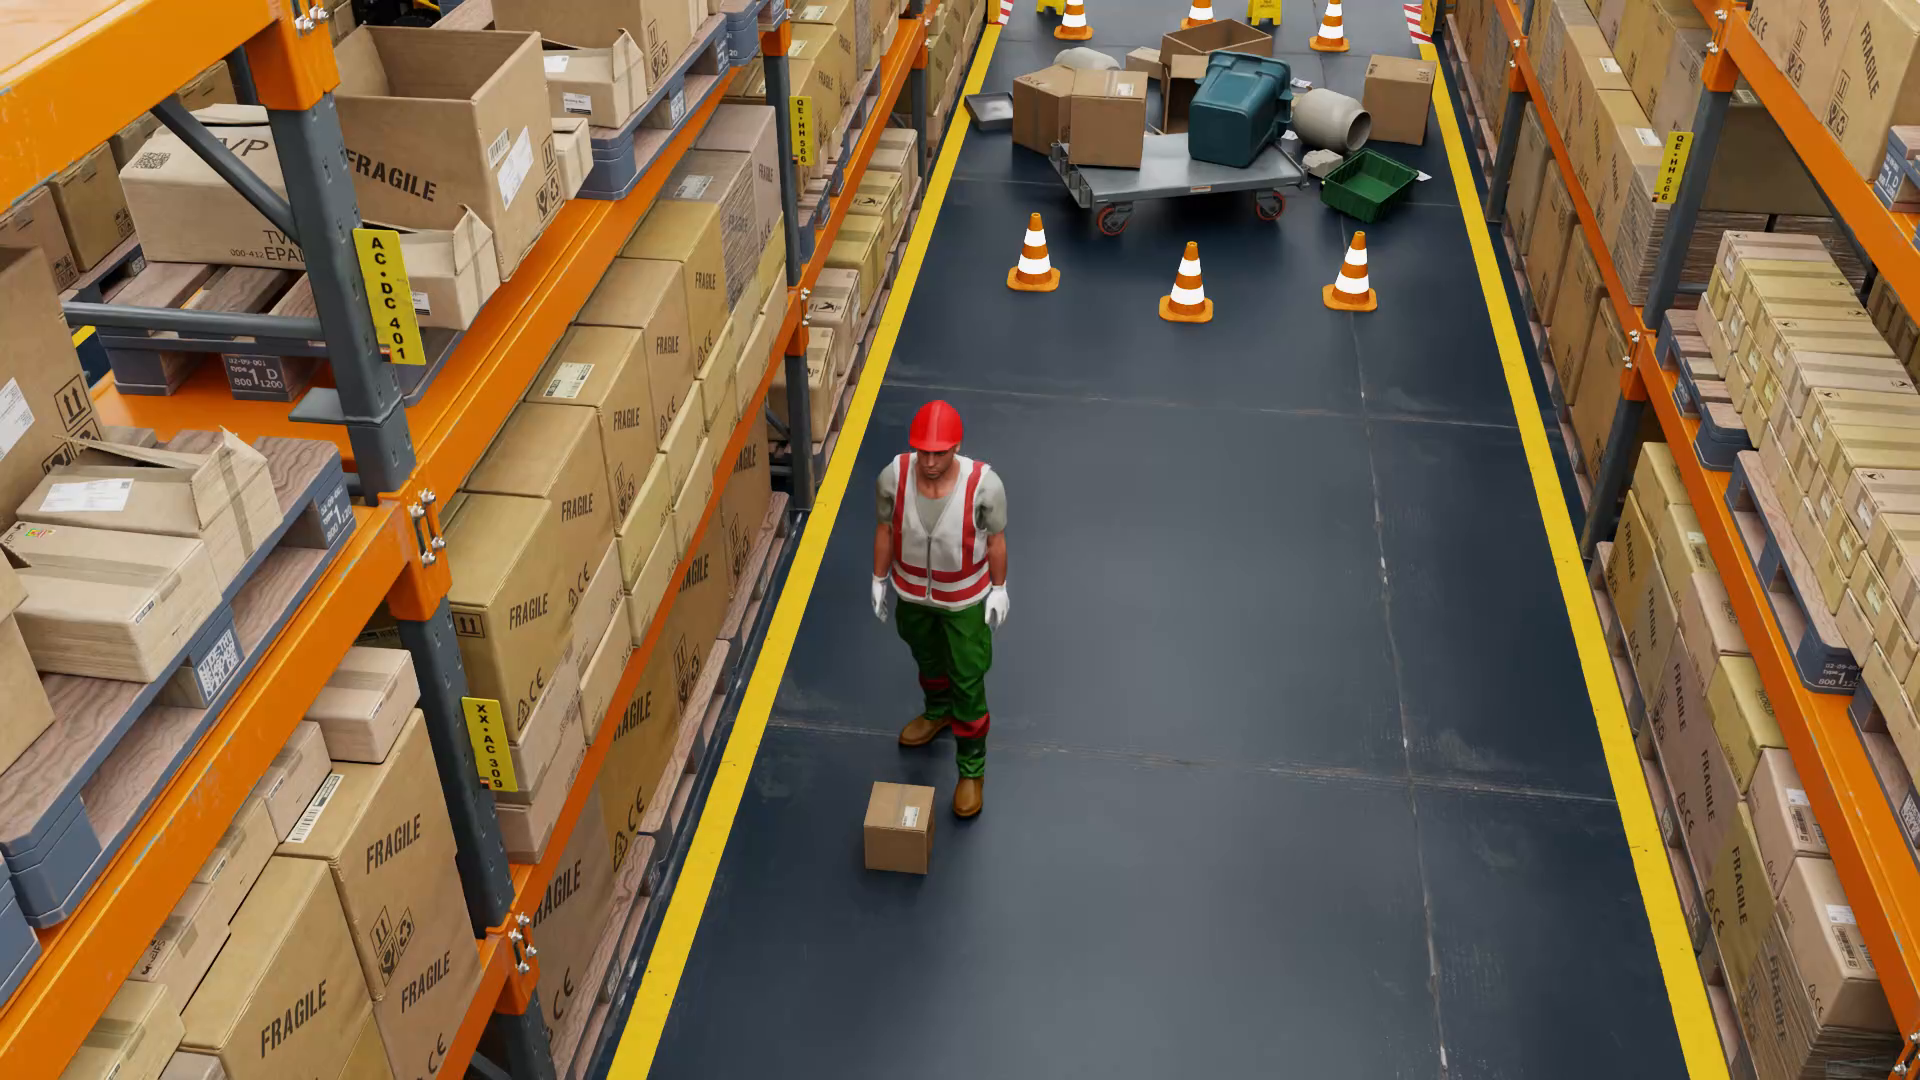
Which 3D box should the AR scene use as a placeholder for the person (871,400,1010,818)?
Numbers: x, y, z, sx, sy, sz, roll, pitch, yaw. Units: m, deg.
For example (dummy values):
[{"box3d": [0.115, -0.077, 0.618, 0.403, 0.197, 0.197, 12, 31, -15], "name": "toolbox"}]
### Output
[{"box3d": [-0.109, 0.240, 6.676, 0.562, 1.782, 0.630, 11, 37, 14], "name": "person"}]
